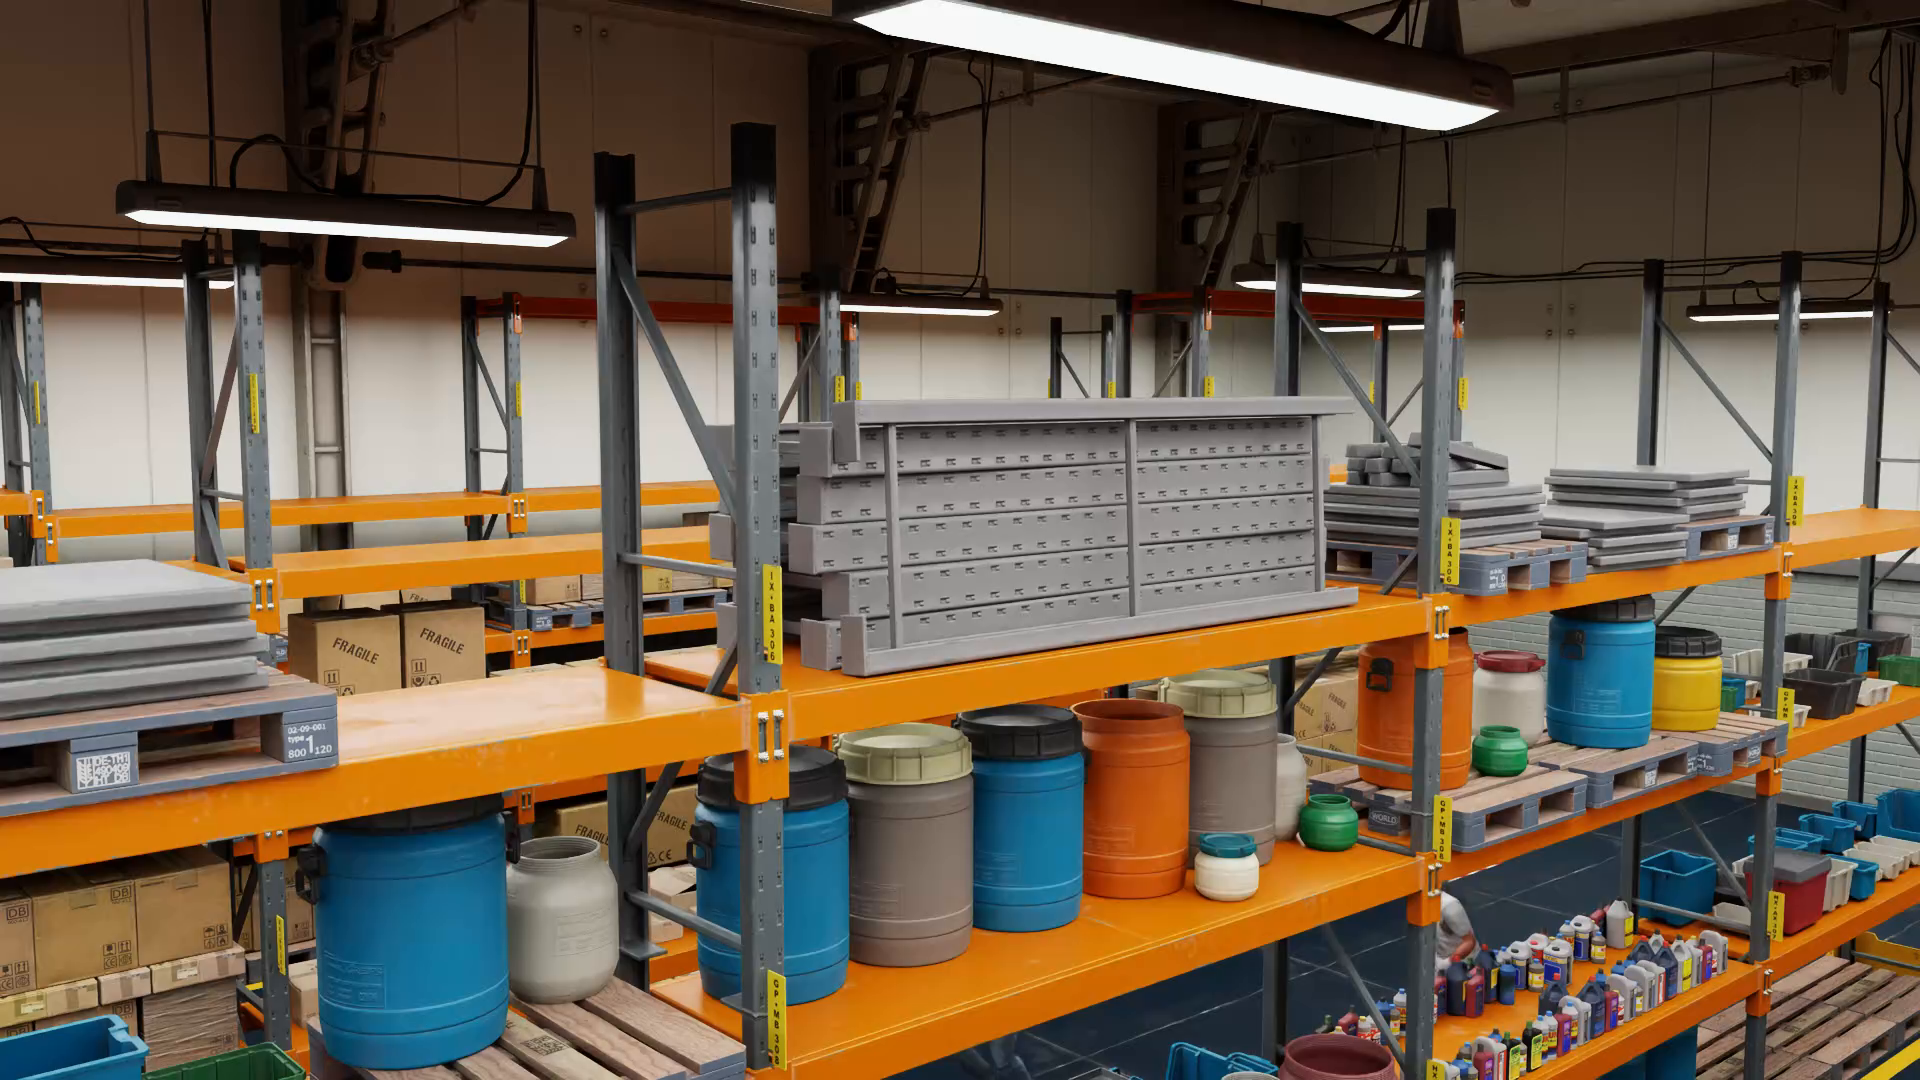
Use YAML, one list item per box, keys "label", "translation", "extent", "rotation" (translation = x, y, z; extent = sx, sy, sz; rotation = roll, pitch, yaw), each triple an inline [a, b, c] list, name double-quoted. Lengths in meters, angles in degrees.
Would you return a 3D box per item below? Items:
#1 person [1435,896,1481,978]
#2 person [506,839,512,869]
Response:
- label: "person"
  translation: [3.830, 3.271, 12.596]
  extent: [0.921, 1.260, 0.429]
  rotation: [-3, 6, -29]
- label: "person"
  translation: [-3.607, 3.121, 13.511]
  extent: [0.592, 1.628, 0.771]
  rotation: [0, 5, 4]
